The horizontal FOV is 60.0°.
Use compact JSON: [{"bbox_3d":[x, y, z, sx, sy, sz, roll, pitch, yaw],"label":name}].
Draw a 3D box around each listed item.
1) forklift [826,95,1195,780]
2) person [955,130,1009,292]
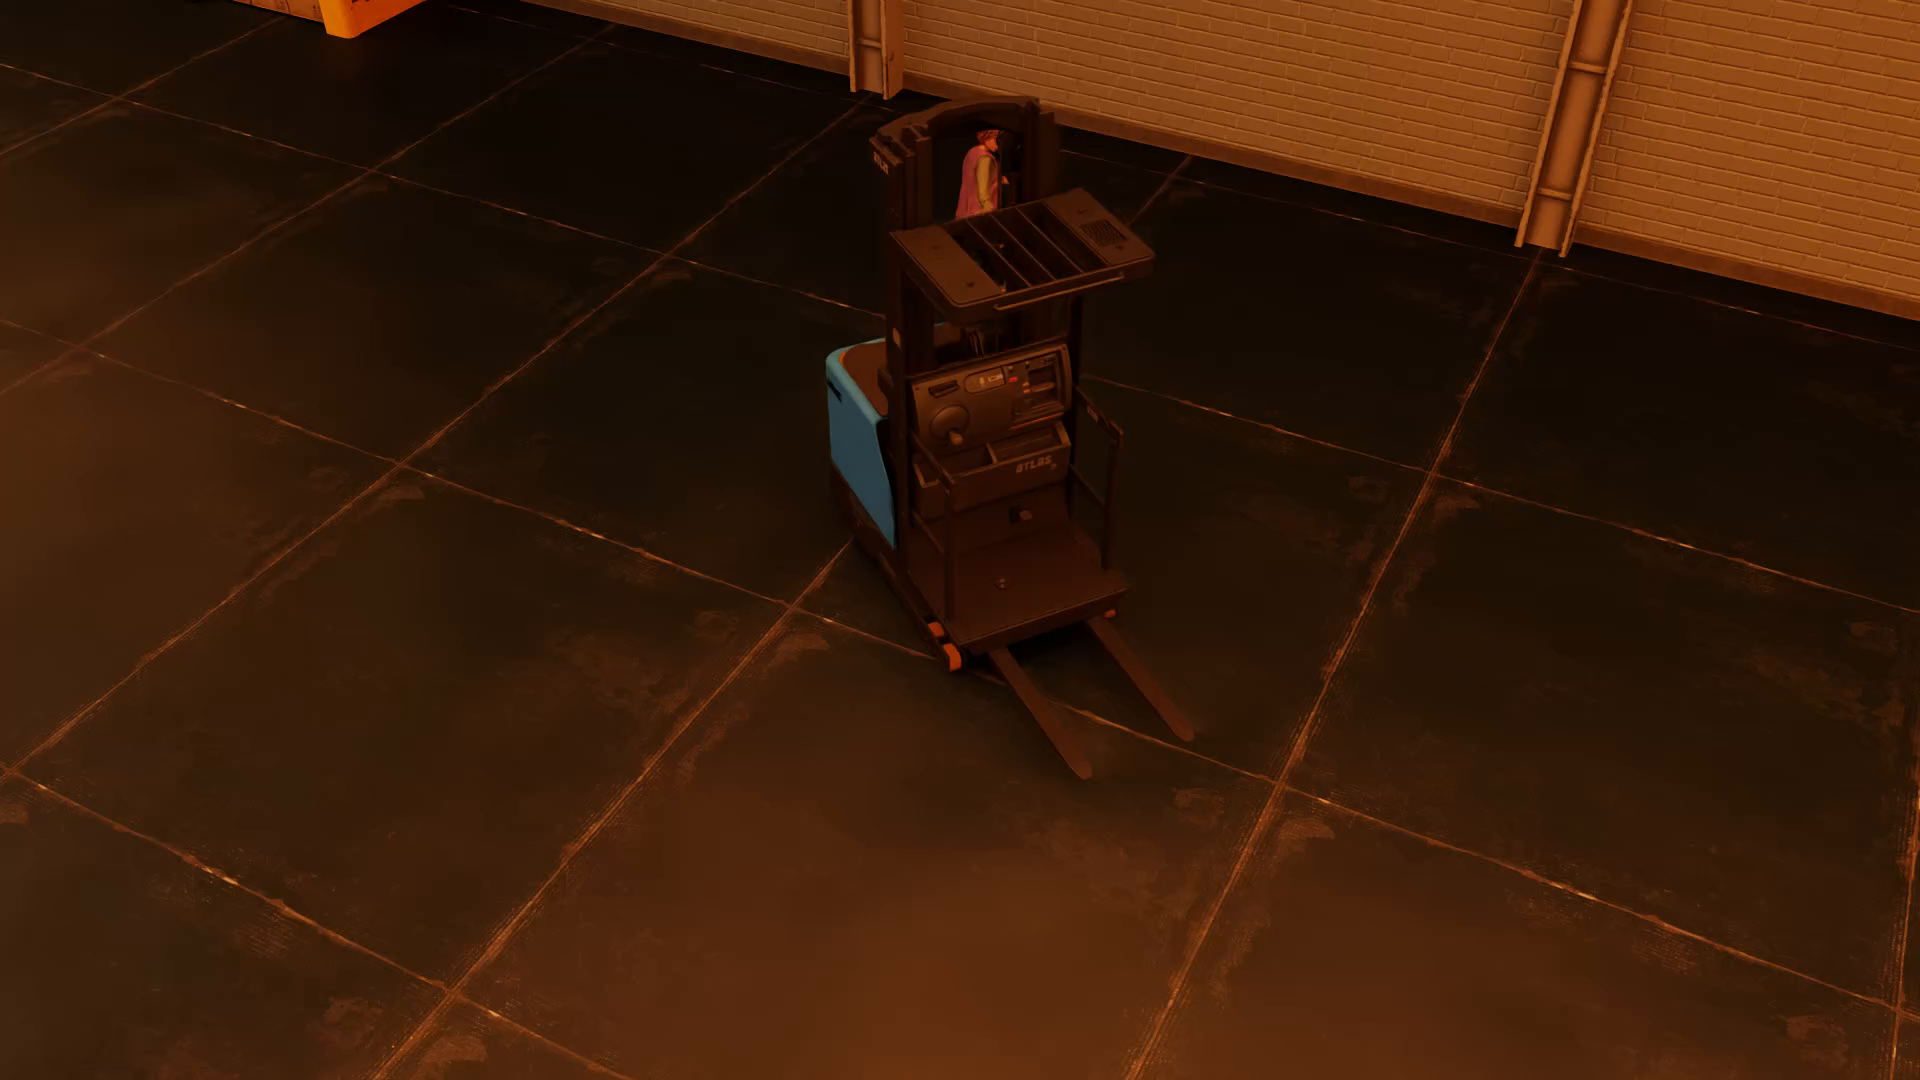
[{"bbox_3d":[0.273,-0.703,8.822,1.130,2.935,3.031,-17,43,-19],"label":"forklift"},{"bbox_3d":[0.276,-2.273,11.842,0.755,1.481,0.676,-24,46,-26],"label":"person"}]
